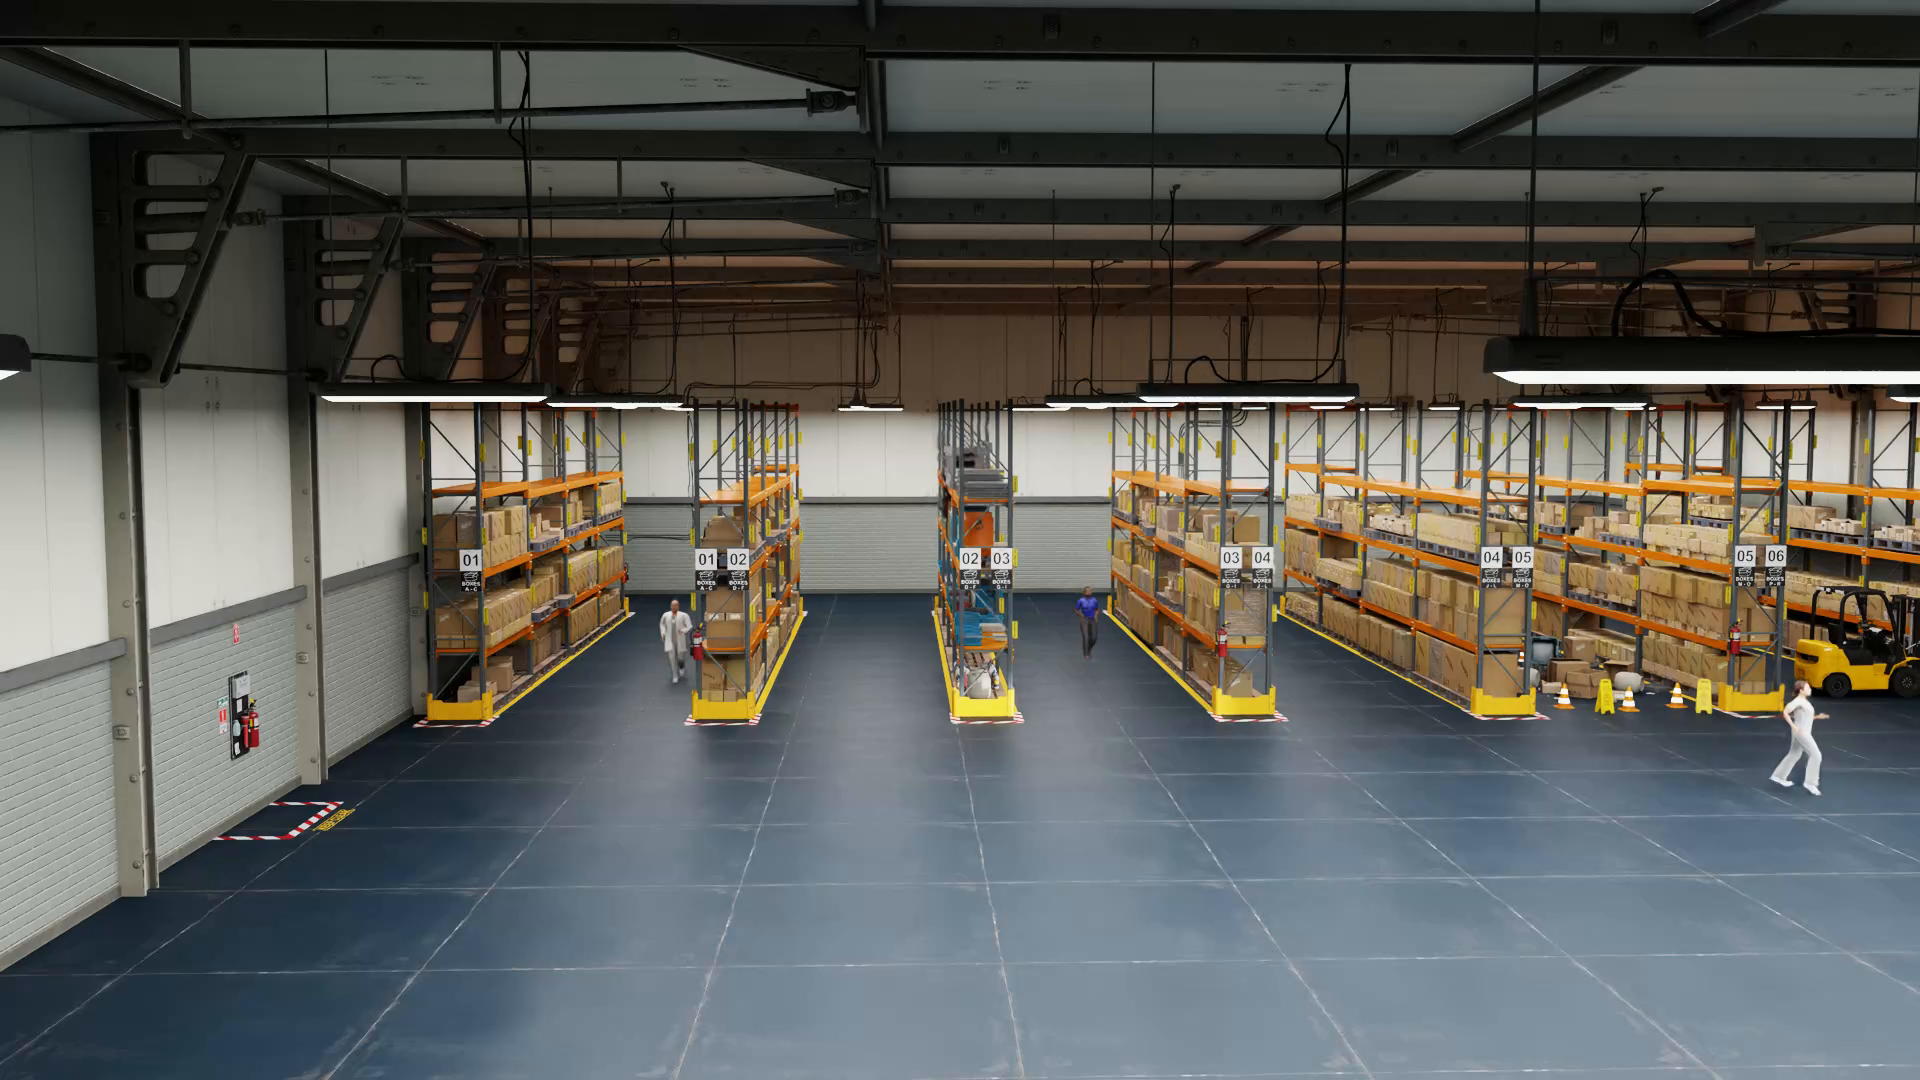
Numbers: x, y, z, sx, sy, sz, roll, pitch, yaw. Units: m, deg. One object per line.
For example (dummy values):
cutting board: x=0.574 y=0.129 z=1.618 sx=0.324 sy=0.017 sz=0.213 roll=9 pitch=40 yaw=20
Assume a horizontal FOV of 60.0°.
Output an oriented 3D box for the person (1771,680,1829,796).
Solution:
person: x=12.699 y=2.978 z=25.143 sx=0.763 sy=1.729 sz=0.538 roll=2 pitch=5 yaw=30

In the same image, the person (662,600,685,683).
person: x=-6.072 y=2.160 z=35.502 sx=0.672 sy=1.728 sz=0.798 roll=0 pitch=4 yaw=-2

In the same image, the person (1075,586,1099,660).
person: x=2.828 y=1.839 z=36.726 sx=0.572 sy=1.623 sz=0.537 roll=-1 pitch=4 yaw=-10

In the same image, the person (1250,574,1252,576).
person: x=8.600 y=1.238 z=48.327 sx=0.784 sy=1.657 sz=0.636 roll=-3 pitch=5 yaw=-35
